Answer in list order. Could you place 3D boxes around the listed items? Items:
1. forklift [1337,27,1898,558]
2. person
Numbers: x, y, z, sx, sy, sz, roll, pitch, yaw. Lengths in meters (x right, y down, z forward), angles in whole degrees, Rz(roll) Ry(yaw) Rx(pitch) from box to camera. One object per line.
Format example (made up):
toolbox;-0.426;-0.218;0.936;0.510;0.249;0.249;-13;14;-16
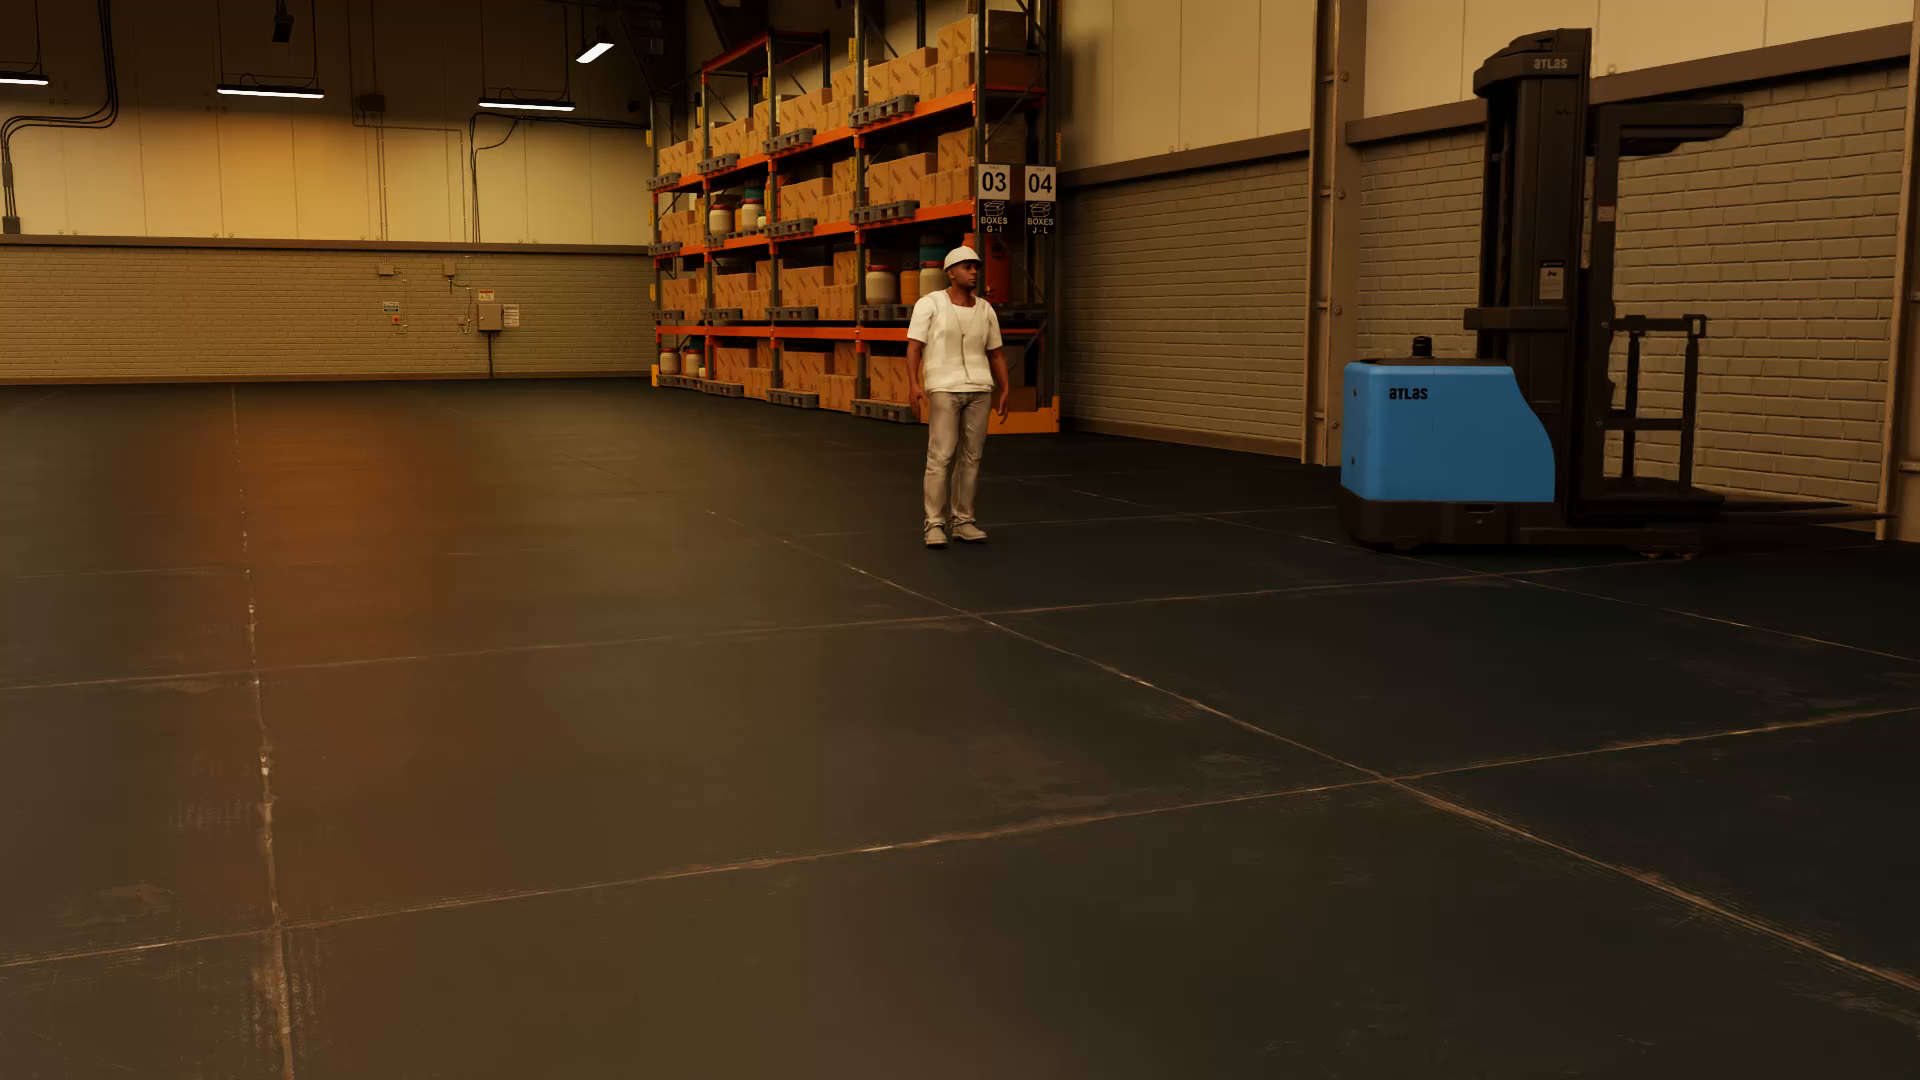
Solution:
forklift;3.848;-1.421;9.721;3.031;2.935;1.130;1;8;4
person;0.022;-0.871;9.973;0.666;1.759;0.577;-3;8;-23
